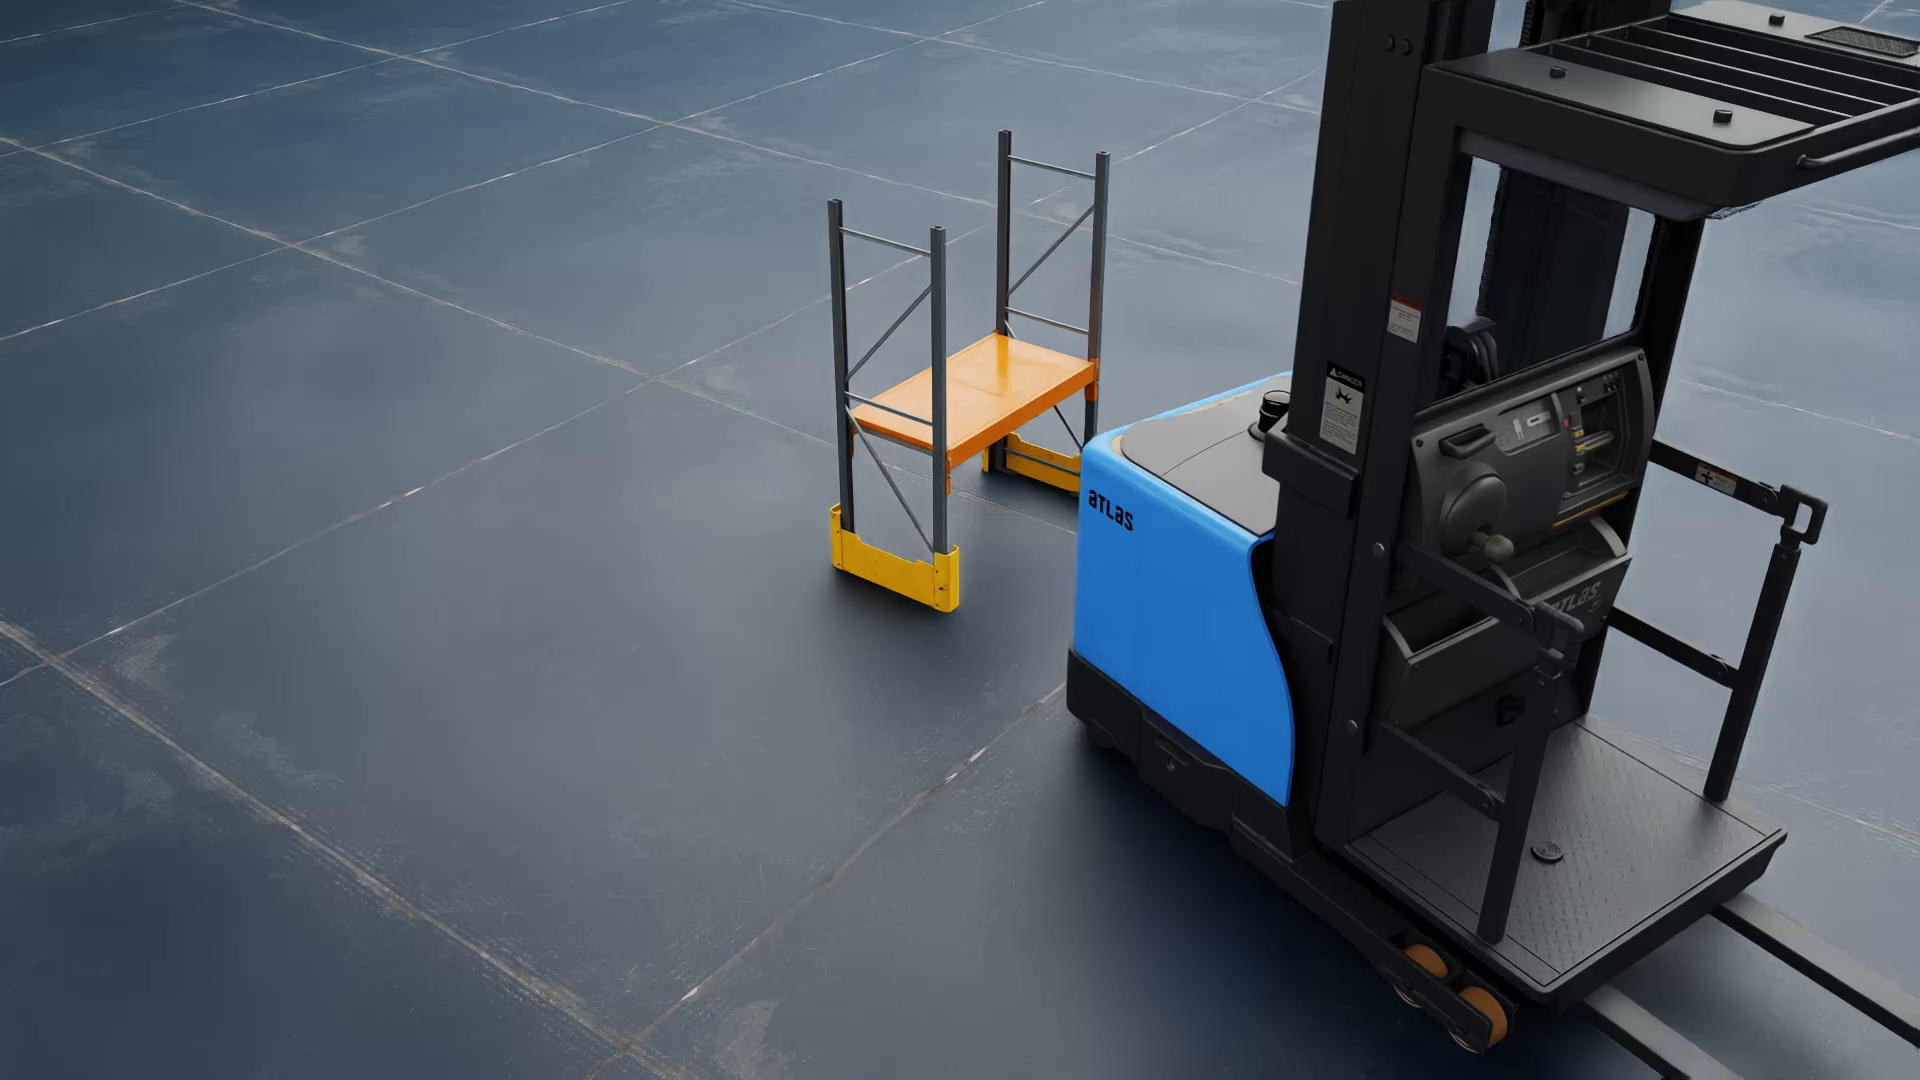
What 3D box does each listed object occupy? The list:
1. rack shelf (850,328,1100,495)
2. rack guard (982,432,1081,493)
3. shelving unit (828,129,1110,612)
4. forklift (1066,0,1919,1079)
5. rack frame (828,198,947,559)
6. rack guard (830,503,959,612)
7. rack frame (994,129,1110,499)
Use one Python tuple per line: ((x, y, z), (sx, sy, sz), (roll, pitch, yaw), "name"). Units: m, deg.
((0.052, -0.525, 6.518), (0.538, 0.185, 1.000), (21, 37, 31), "rack shelf")
((0.347, -0.341, 7.080), (0.587, 0.250, 0.087), (21, 37, 31), "rack guard")
((0.046, -0.676, 6.420), (0.587, 1.500, 1.083), (21, 37, 31), "shelving unit")
((1.621, -0.178, 4.175), (1.130, 2.935, 3.031), (-20, 36, -30), "forklift")
((-0.255, -0.473, 6.077), (0.500, 1.500, 0.032), (21, 37, 31), "rack frame")
((-0.255, 0.064, 6.397), (0.587, 0.250, 0.087), (21, 37, 31), "rack guard")
((0.358, -0.887, 6.775), (0.500, 1.500, 0.032), (21, 37, 31), "rack frame")
